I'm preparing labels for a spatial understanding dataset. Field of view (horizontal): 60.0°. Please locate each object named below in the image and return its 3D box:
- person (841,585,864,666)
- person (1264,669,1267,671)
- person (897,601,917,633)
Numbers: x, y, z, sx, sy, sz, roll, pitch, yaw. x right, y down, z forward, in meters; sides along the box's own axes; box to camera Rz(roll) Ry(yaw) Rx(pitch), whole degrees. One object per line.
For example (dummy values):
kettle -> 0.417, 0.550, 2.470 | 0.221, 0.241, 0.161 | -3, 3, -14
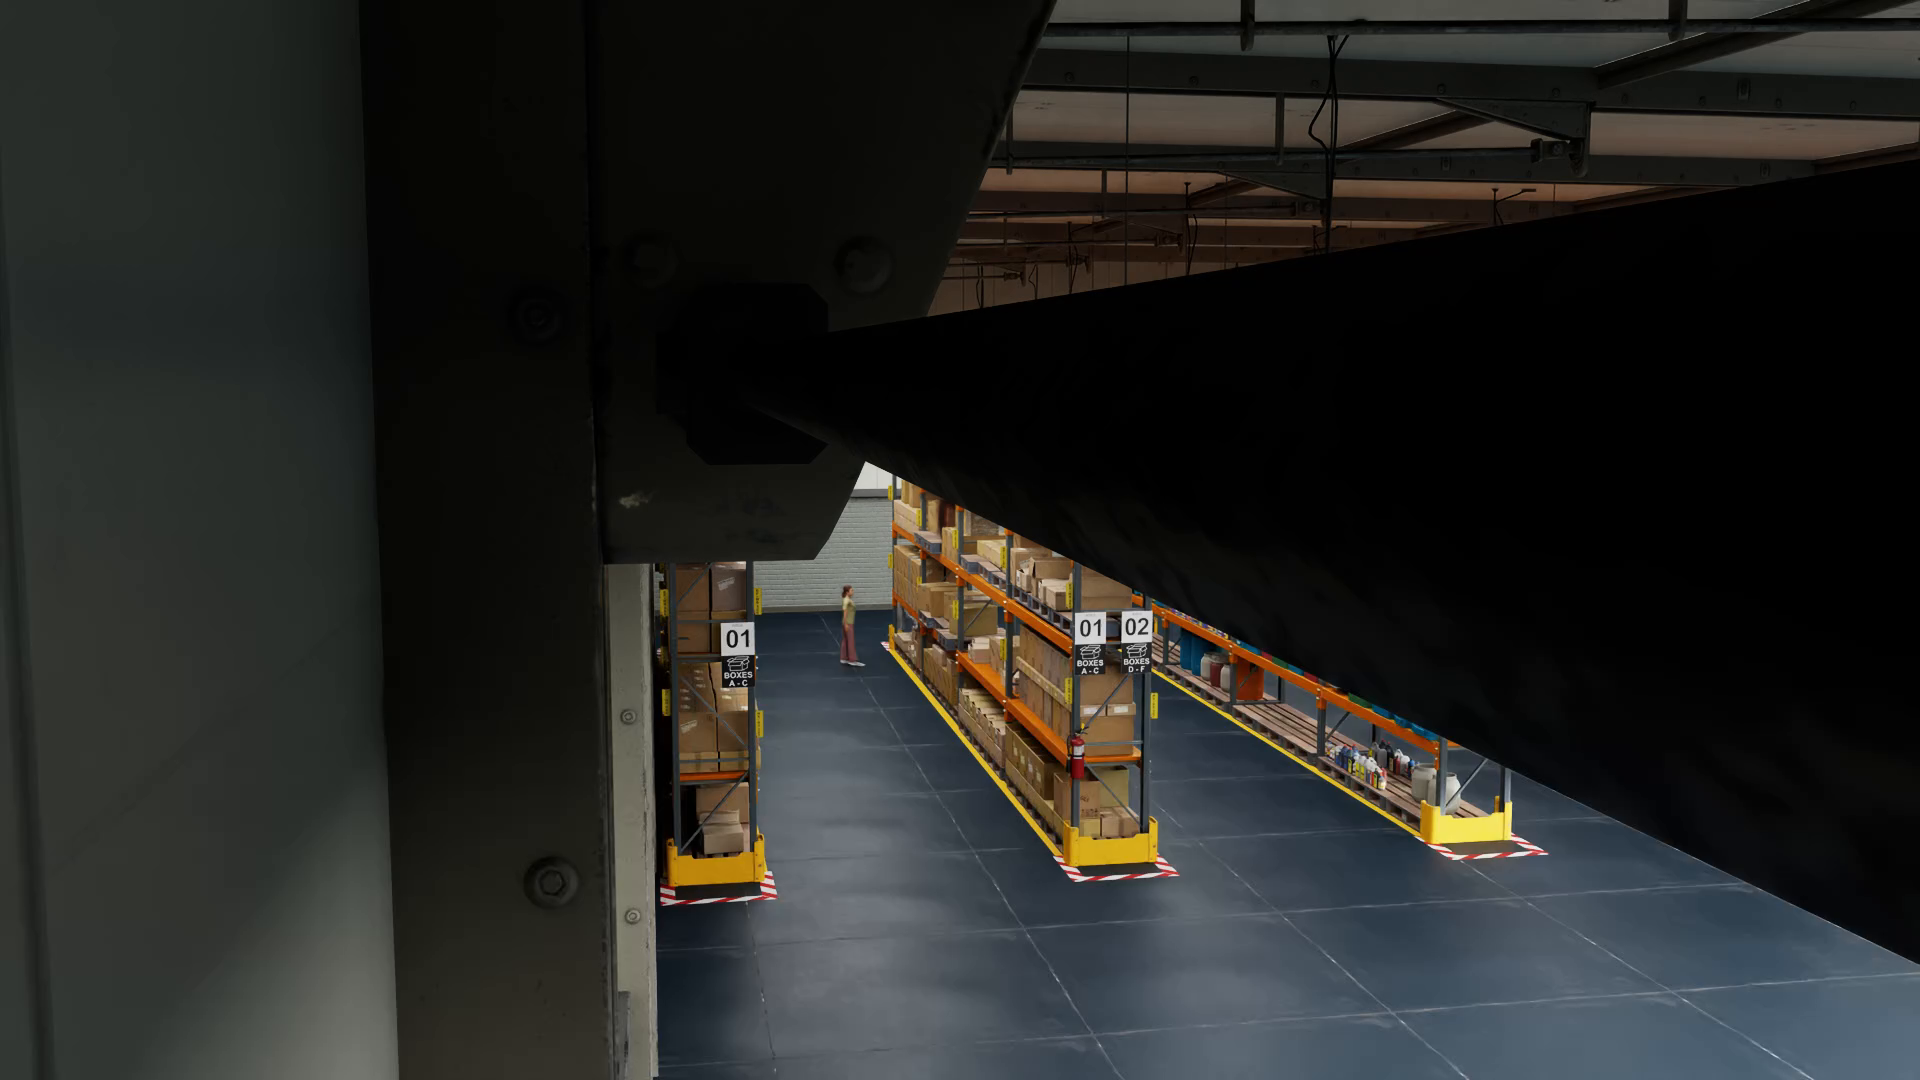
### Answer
person -> -2.242, 1.766, 34.568 | 0.512, 1.687, 0.464 | 0, 6, 2
person -> 6.088, 1.776, 34.103 | 0.563, 1.801, 0.417 | 3, 7, 28
person -> -1.246, 1.414, 38.115 | 0.406, 1.586, 0.567 | 3, 7, 29
